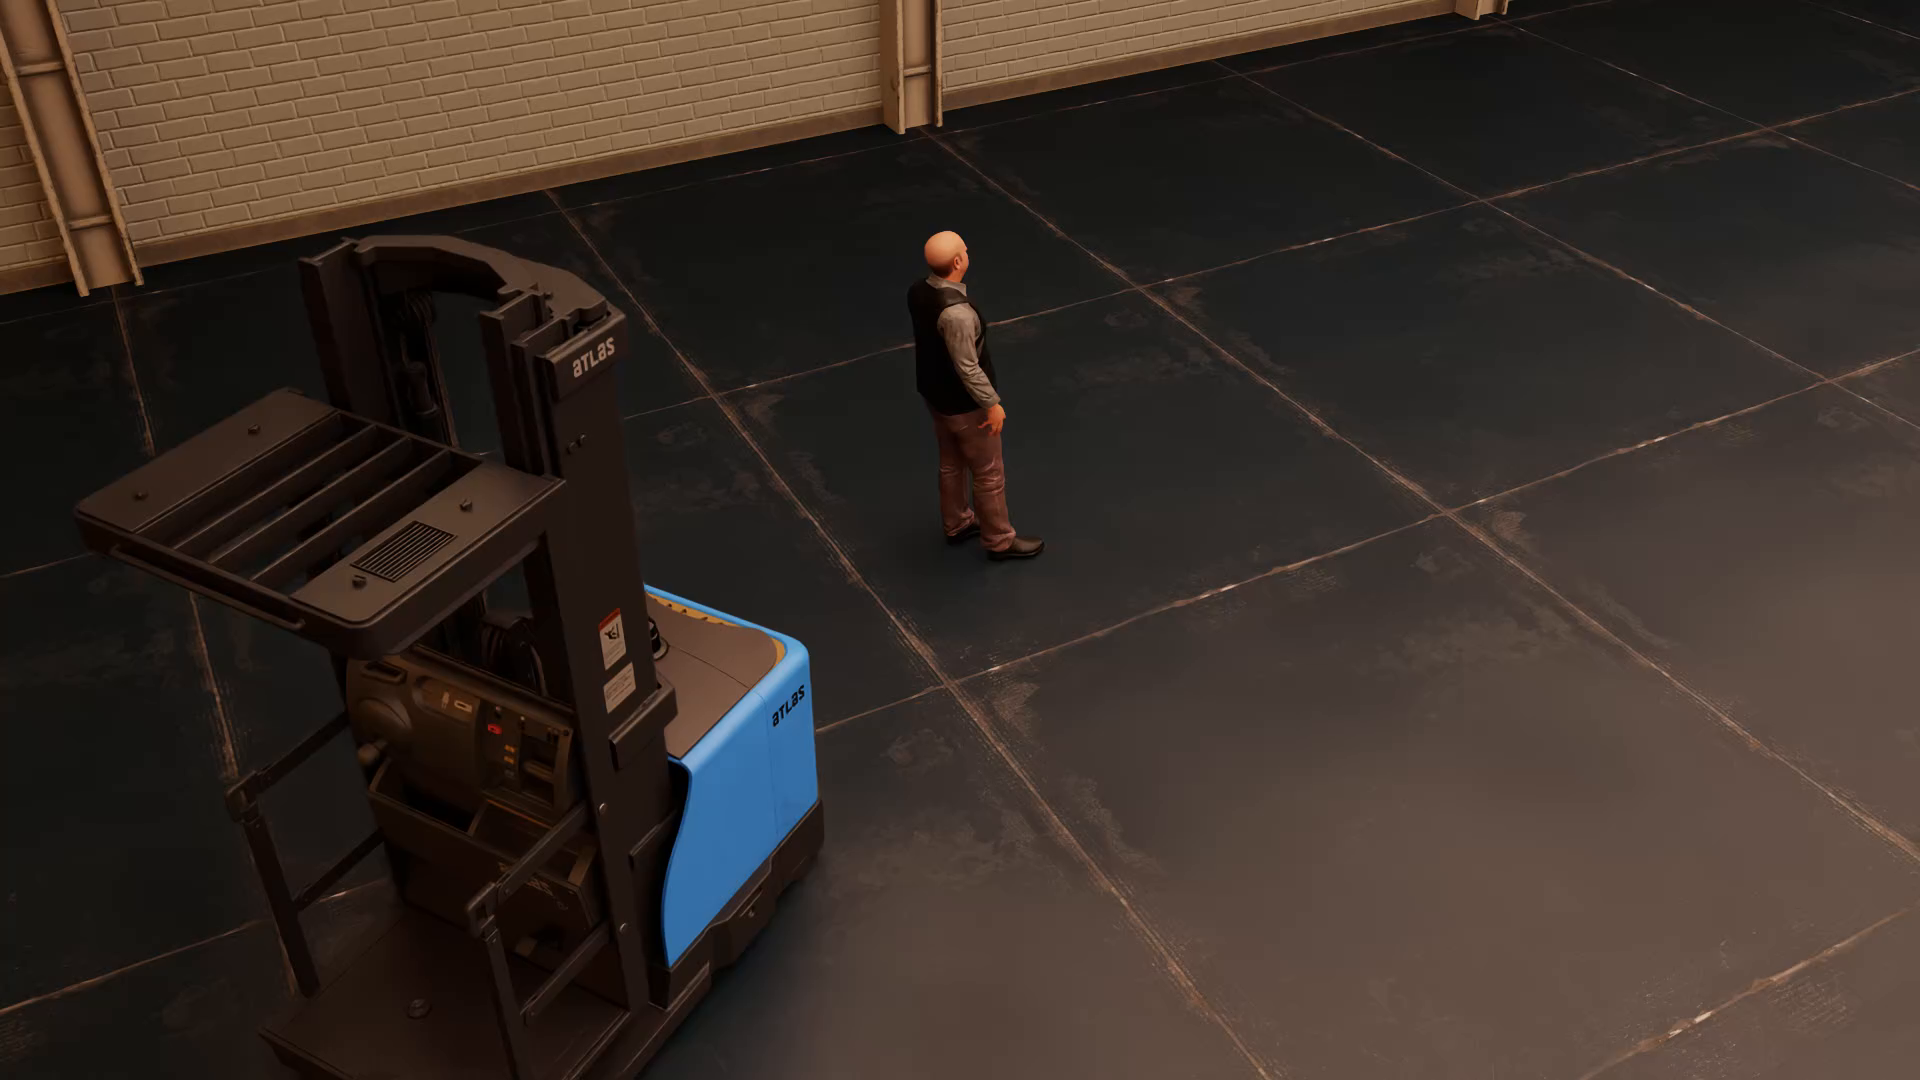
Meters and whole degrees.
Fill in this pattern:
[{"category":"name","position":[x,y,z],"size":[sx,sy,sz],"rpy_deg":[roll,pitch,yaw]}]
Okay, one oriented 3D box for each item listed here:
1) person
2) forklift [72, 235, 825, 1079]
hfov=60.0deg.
[{"category":"person","position":[0.058,-0.721,8.179],"size":[0.568,1.720,0.632],"rpy_deg":[-17,39,-23]},{"category":"forklift","position":[-1.707,0.676,5.166],"size":[1.130,2.935,3.031],"rpy_deg":[18,39,23]}]
